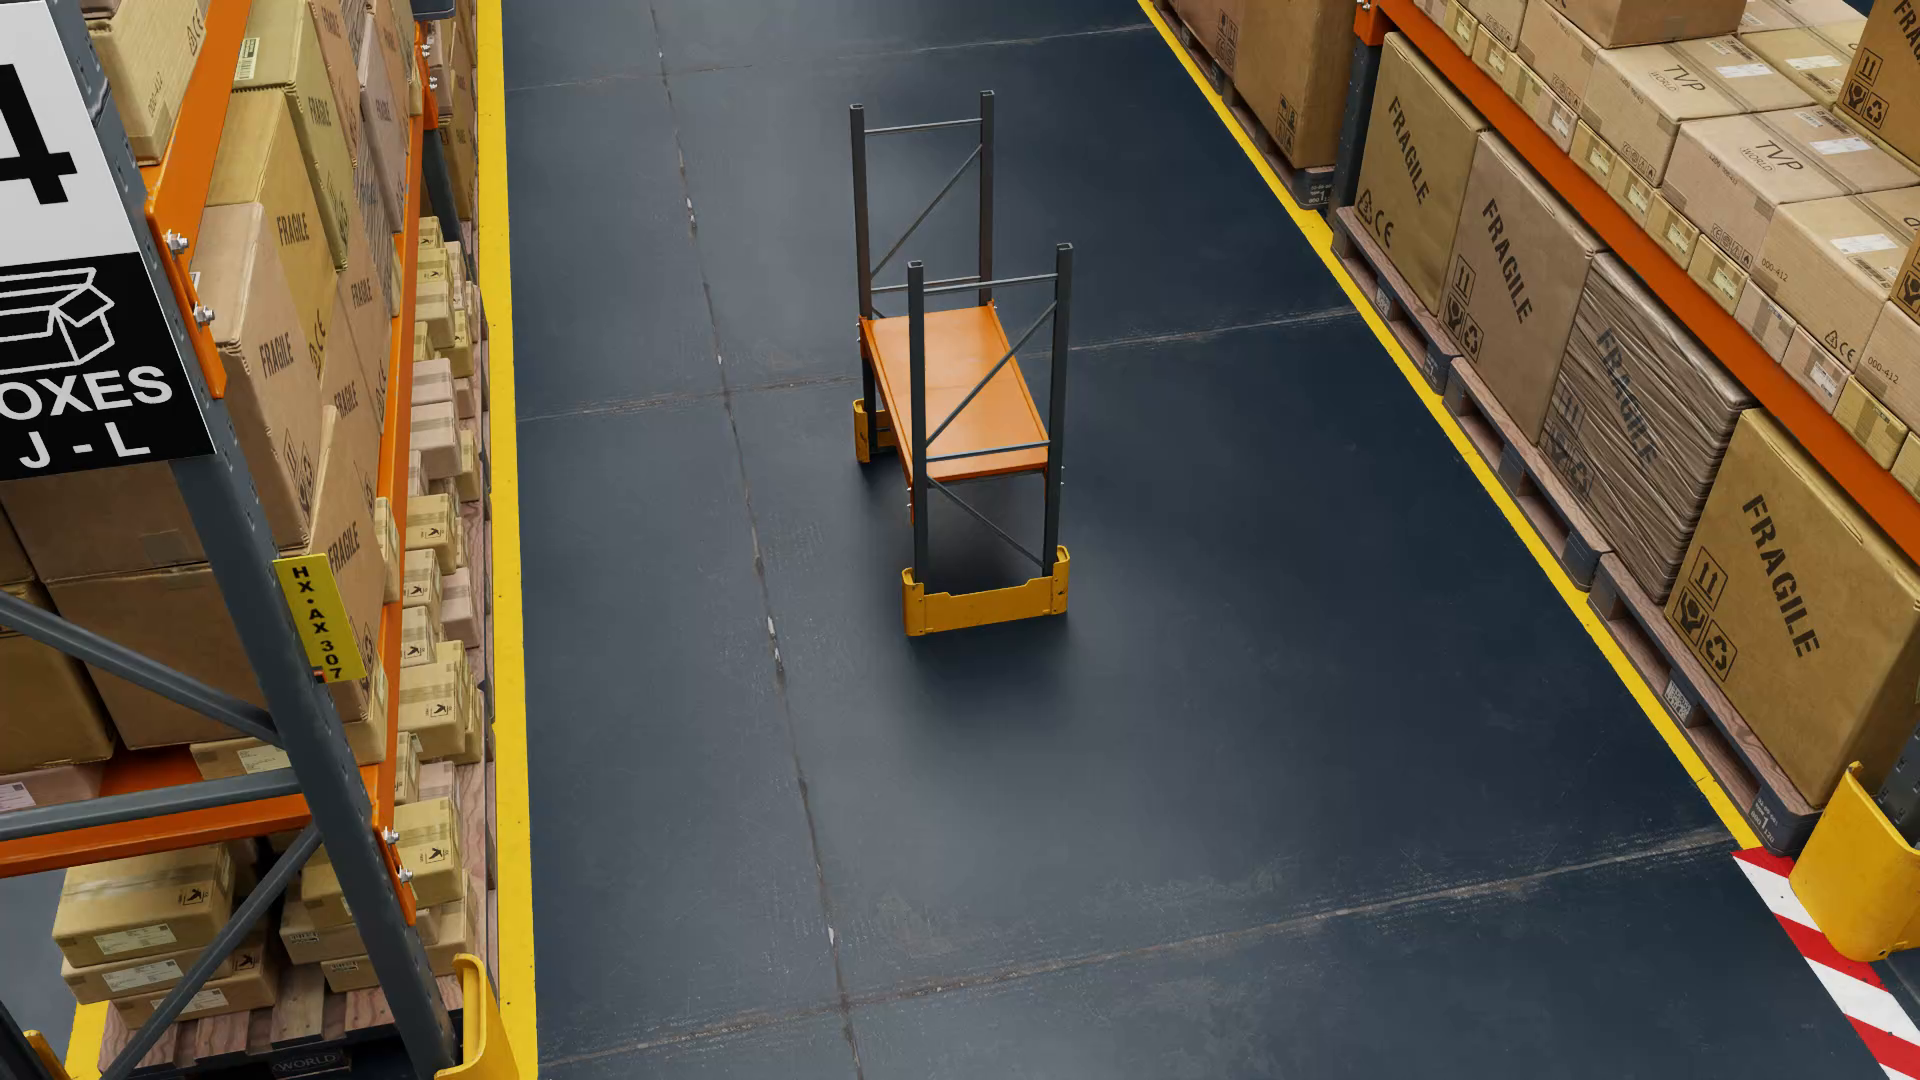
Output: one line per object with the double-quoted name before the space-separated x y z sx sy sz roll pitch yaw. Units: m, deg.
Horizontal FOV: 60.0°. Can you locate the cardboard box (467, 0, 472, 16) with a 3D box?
"cardboard box" -2.969 -3.126 9.078 0.500 0.500 0.500 -7 42 -8

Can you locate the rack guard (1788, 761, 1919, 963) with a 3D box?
"rack guard" 3.122 0.861 4.903 1.175 0.500 0.348 -8 42 -9

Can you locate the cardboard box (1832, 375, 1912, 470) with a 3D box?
"cardboard box" 2.660 -0.347 4.571 0.380 0.149 0.250 -8 42 -9

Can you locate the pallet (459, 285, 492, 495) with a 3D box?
"pallet" -2.432 -0.564 6.726 1.003 0.211 1.213 -8 42 -9

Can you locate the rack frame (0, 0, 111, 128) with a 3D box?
"rack frame" -1.748 -1.688 1.373 1.000 3.000 0.127 -8 42 -9

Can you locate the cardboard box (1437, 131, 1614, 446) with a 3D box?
"cardboard box" 2.512 -1.022 6.426 0.875 0.875 0.875 -8 42 -9

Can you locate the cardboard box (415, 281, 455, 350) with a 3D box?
"cardboard box" -2.126 -0.837 6.316 0.380 0.149 0.250 -9 42 -10

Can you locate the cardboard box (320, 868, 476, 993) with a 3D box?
"cardboard box" -1.549 1.080 4.605 0.380 0.149 0.250 -8 42 -8

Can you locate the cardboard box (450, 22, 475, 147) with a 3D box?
"cardboard box" -2.628 -2.119 7.944 0.500 0.500 0.500 -7 42 -7

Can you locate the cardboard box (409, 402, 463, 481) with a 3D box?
"cardboard box" -1.928 -0.322 5.736 0.380 0.149 0.250 -10 43 -11

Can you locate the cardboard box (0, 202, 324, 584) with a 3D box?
"cardboard box" -1.586 -0.296 3.271 0.500 0.500 0.500 -9 42 -10

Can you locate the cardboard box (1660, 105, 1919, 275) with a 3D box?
"cardboard box" 2.534 -1.079 5.095 0.500 0.250 0.500 -10 43 -11

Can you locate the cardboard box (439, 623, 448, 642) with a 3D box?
"cardboard box" -1.842 0.429 5.339 0.380 0.149 0.250 -8 42 -9

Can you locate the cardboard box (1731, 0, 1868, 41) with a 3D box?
"cardboard box" 2.829 -1.823 5.933 0.500 0.250 0.500 -8 42 -8

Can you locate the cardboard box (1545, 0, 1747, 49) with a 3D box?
"cardboard box" 2.322 -2.014 5.583 0.500 0.500 0.500 -10 42 -11

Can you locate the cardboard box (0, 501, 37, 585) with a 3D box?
"cardboard box" -2.090 -0.228 3.194 0.500 0.500 0.500 -9 42 -10

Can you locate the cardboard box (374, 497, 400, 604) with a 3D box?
"cardboard box" -1.599 0.052 4.121 0.380 0.149 0.250 -9 42 -11

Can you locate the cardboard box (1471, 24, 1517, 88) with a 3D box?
"cardboard box" 2.165 -1.837 6.250 0.380 0.149 0.250 -9 42 -10

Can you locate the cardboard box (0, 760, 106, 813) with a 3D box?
"cardboard box" -2.095 0.479 3.640 0.380 0.149 0.250 -8 42 -9

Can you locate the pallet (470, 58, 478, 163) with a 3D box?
"pallet" -3.048 -2.291 8.672 1.003 0.211 1.213 -8 42 -9

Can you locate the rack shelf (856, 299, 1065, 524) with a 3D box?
"rack shelf" -0.018 -0.482 5.934 0.538 0.185 1.000 -8 42 -9

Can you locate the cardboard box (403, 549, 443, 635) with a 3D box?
"cardboard box" -1.821 0.181 5.169 0.380 0.149 0.250 -7 42 -8

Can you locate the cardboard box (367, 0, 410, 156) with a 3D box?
"cardboard box" -2.121 -1.576 5.466 0.500 0.500 0.500 -9 42 -10

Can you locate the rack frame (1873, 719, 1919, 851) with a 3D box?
"rack frame" 3.116 -0.089 4.091 1.000 3.000 0.127 -8 42 -9

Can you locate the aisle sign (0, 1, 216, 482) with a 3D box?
"aisle sign" -1.440 -0.412 2.496 0.394 0.787 0.004 -8 42 -9

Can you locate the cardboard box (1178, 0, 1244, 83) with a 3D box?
"cardboard box" 1.902 -3.036 8.694 1.225 0.875 0.875 -10 43 -11

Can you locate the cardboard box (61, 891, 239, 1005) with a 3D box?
"cardboard box" -2.141 1.053 4.412 0.380 0.149 0.250 -9 42 -10

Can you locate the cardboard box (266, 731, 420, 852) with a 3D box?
"cardboard box" -1.707 0.693 4.593 0.380 0.149 0.250 -8 42 -9

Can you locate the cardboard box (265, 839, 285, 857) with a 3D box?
"cardboard box" -2.193 0.818 4.900 0.380 0.149 0.250 -9 42 -9

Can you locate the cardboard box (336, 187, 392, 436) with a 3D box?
"cardboard box" -1.809 -0.586 4.351 0.500 0.500 0.500 -8 42 -9

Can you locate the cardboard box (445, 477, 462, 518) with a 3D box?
"cardboard box" -1.980 -0.073 5.904 0.380 0.149 0.250 -8 42 -8

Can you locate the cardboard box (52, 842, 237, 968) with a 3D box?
"cardboard box" -2.110 0.936 4.319 0.380 0.149 0.250 -8 42 -9

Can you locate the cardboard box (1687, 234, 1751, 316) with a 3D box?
"cardboard box" 2.496 -0.841 5.127 0.380 0.149 0.250 -9 42 -10

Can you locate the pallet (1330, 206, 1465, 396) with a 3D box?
"pallet" 2.341 -1.135 7.370 1.003 0.211 1.213 -8 42 -9

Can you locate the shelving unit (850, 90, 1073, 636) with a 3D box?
"shelving unit" -0.016 -0.610 5.808 0.587 1.500 1.083 -8 42 -9

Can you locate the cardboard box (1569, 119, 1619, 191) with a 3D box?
"cardboard box" 2.330 -1.338 5.688 0.380 0.149 0.250 -9 42 -11

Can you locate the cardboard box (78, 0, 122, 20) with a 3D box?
"cardboard box" -1.592 -1.025 2.622 0.500 0.250 0.500 -8 42 -9

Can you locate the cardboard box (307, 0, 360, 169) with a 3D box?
"cardboard box" -1.905 -1.292 4.393 0.500 0.500 0.500 -10 42 -11

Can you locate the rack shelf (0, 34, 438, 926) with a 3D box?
"rack shelf" -2.180 -0.471 5.063 1.077 0.370 4.000 -8 42 -9

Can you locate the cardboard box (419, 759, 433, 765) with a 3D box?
"cardboard box" -1.754 0.646 4.870 0.380 0.149 0.250 -8 42 -9

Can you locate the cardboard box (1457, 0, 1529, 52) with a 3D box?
"cardboard box" 2.201 -2.072 6.214 0.500 0.250 0.500 -9 42 -9

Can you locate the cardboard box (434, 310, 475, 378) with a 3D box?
"cardboard box" -2.088 -0.735 6.426 0.380 0.149 0.250 -10 43 -11

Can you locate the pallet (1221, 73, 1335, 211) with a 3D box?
"pallet" 2.013 -2.129 8.489 1.003 0.211 1.213 -8 42 -9

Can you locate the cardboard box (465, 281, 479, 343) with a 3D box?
"cardboard box" -2.195 -0.922 6.861 0.380 0.149 0.250 -8 42 -9
